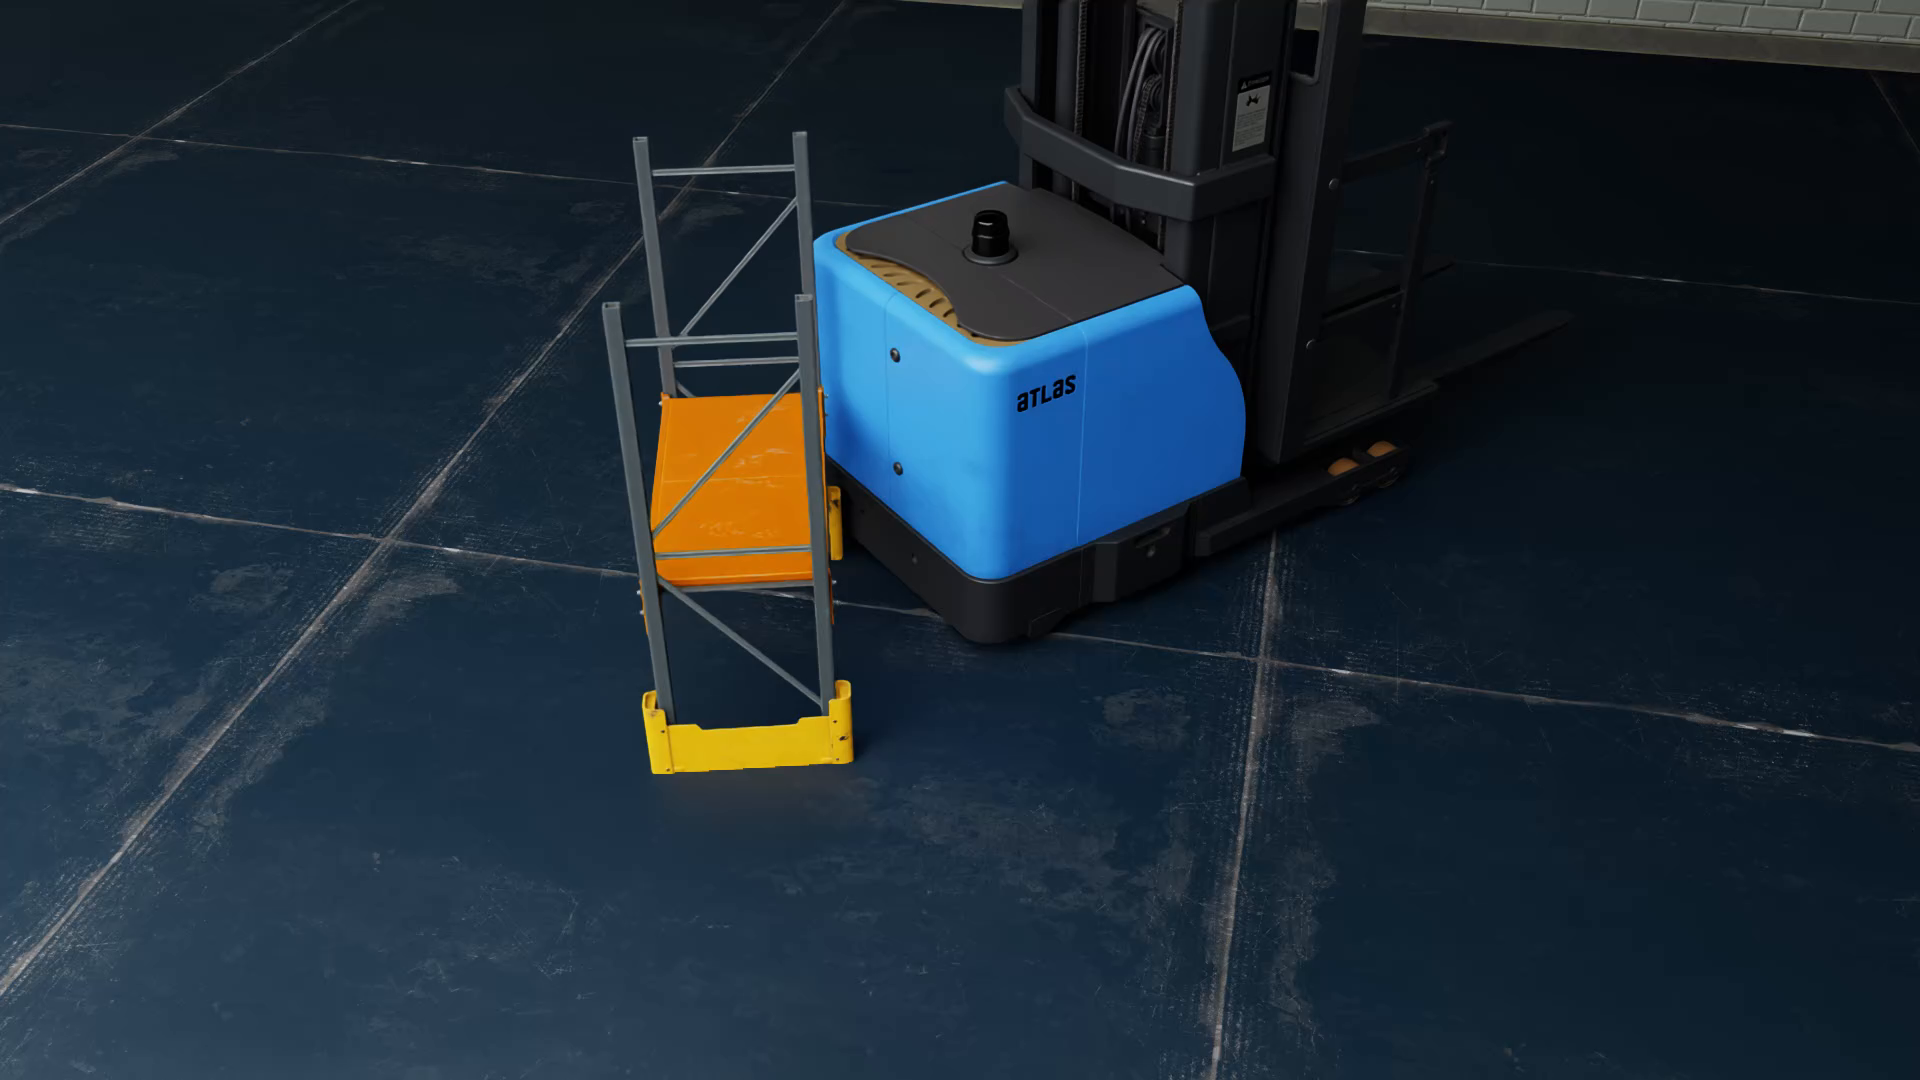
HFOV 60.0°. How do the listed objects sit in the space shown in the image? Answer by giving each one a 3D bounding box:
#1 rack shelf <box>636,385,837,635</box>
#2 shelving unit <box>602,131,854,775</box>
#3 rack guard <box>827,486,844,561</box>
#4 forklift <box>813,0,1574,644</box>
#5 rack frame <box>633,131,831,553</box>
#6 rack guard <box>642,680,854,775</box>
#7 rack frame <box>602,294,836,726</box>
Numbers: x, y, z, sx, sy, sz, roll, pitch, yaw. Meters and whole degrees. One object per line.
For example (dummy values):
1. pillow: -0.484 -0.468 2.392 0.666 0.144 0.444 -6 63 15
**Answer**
1. rack shelf: -0.648 -0.116 4.938 0.538 0.185 1.000 -3 36 -4
2. shelving unit: -0.647 -0.256 4.826 0.587 1.500 1.083 -3 36 -4
3. rack guard: -0.691 -0.041 5.594 0.587 0.250 0.087 -3 36 -4
4. forklift: 1.006 -1.542 5.380 3.031 2.935 1.130 -22 42 -28
5. rack frame: -0.692 -0.559 5.243 0.500 1.500 0.032 -3 36 -4
6. rack guard: -0.604 0.541 4.791 0.587 0.250 0.087 -3 36 -4
7. rack frame: -0.604 0.036 4.423 0.500 1.500 0.032 -3 36 -4
